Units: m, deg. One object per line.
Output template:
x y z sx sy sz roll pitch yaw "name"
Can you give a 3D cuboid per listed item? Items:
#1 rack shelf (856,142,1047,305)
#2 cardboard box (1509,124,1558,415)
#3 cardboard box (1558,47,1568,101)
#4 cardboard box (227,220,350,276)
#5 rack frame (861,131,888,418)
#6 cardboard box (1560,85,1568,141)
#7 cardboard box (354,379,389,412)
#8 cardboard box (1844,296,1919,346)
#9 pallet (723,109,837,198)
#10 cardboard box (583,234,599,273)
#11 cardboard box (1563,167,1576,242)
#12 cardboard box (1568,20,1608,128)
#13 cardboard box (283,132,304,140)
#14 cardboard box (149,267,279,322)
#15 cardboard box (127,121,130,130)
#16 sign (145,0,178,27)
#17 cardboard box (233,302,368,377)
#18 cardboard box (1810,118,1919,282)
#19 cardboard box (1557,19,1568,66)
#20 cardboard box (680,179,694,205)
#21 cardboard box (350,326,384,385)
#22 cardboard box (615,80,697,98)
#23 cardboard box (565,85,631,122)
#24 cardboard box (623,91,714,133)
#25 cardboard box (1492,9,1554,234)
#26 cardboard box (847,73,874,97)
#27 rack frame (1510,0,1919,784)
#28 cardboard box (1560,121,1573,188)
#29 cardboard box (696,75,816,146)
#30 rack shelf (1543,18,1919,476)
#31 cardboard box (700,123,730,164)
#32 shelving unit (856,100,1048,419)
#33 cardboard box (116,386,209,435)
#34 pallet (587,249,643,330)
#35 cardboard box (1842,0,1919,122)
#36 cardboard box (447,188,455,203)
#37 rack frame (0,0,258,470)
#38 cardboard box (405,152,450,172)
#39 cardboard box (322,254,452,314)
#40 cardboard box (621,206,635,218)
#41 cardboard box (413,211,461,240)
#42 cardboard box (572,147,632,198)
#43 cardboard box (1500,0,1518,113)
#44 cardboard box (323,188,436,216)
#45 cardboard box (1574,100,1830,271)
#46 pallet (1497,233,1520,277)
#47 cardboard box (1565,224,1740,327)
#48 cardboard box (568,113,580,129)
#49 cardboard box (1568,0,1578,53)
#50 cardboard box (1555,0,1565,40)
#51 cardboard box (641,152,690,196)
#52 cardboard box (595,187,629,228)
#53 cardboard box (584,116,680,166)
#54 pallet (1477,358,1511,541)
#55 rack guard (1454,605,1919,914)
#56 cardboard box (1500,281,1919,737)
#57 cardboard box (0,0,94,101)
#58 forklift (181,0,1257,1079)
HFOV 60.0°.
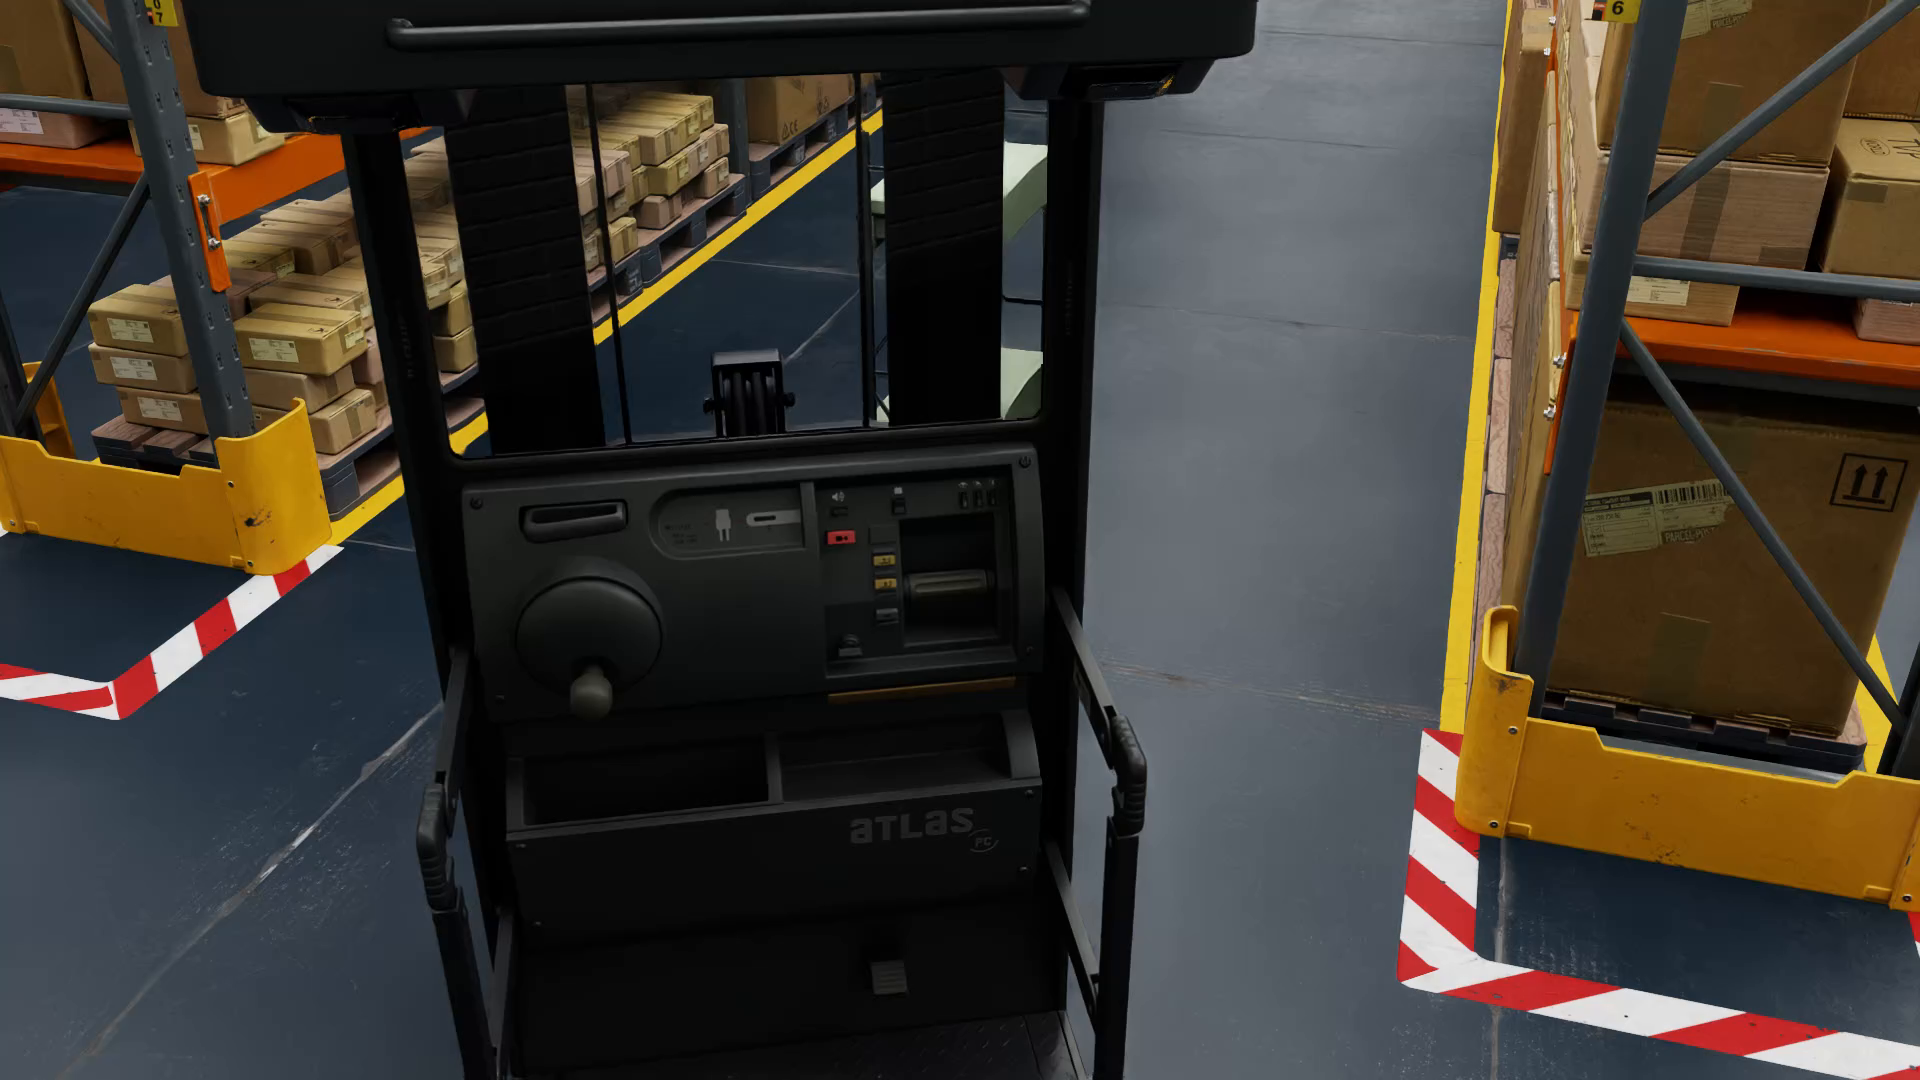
0.002 -1.000 5.201 0.431 0.370 0.720 8 30 15 "rack shelf"
2.556 -0.957 6.138 0.875 0.875 0.875 8 30 15 "cardboard box"
2.306 -1.613 5.822 0.380 0.149 0.250 9 30 15 "cardboard box"
-2.663 -1.149 6.619 0.380 0.149 0.250 7 30 13 "cardboard box"
-0.105 -0.488 5.085 0.400 1.500 0.023 8 30 15 "rack frame"
2.155 -1.369 5.384 0.380 0.149 0.250 9 30 16 "cardboard box"
-2.337 -0.580 6.207 0.380 0.149 0.250 8 30 15 "cardboard box"
2.336 -0.564 3.937 0.380 0.149 0.250 9 30 15 "cardboard box"
-1.394 -2.313 9.691 1.003 0.211 1.213 8 30 15 "pallet"
-1.855 -1.284 7.473 0.380 0.149 0.250 9 30 16 "cardboard box"
1.856 -0.897 4.535 0.380 0.149 0.250 9 30 15 "cardboard box"
2.103 -1.356 4.950 0.500 0.250 0.500 7 30 13 "cardboard box"
-2.352 -1.429 5.492 0.380 0.149 0.250 10 30 17 "cardboard box"
-2.754 -0.899 6.170 0.380 0.149 0.250 9 30 16 "cardboard box"
-2.861 -1.503 5.625 0.380 0.149 0.250 8 30 15 "cardboard box"
-2.277 -1.612 4.672 0.100 0.325 0.005 8 30 15 "sign"
-2.317 -0.704 5.818 0.380 0.149 0.250 7 30 13 "cardboard box"
2.315 -0.805 3.960 0.500 0.250 0.500 8 30 14 "cardboard box"
2.456 -1.848 6.245 0.380 0.149 0.250 8 30 13 "cardboard box"
-1.567 -1.768 8.343 0.380 0.149 0.250 9 30 16 "cardboard box"
-2.262 -0.705 6.126 0.380 0.149 0.250 8 30 15 "cardboard box"
-1.645 -2.641 9.551 0.500 0.500 0.500 8 30 14 "cardboard box"
-1.921 -2.237 8.574 0.380 0.149 0.250 10 31 17 "cardboard box"
-1.477 -2.165 8.445 0.380 0.149 0.250 9 30 16 "cardboard box"
3.259 -1.970 7.960 1.225 0.875 0.875 9 30 15 "cardboard box"
-0.857 -3.058 10.301 0.500 0.500 0.500 9 30 16 "cardboard box"
1.916 -0.556 3.664 1.000 3.000 0.127 8 30 15 "rack frame"
2.004 -1.134 4.961 0.380 0.149 0.250 8 30 14 "cardboard box"
-1.151 -2.567 9.418 0.500 0.500 0.500 10 31 17 "cardboard box"
2.503 -1.171 5.510 1.077 0.370 4.000 8 30 15 "rack shelf"
-1.410 -2.046 8.537 0.380 0.149 0.250 9 30 16 "cardboard box"
0.002 -0.659 5.391 0.431 1.500 0.755 8 30 15 "shelving unit"
-2.840 -0.523 6.105 0.380 0.149 0.250 9 30 16 "cardboard box"
-2.141 -1.065 7.448 1.003 0.211 1.213 8 30 15 "pallet"
2.462 -1.365 4.196 0.500 0.500 0.500 8 30 14 "cardboard box"
-1.967 -1.449 7.157 0.380 0.149 0.250 9 30 15 "cardboard box"
-2.796 -1.311 5.021 1.000 3.000 0.127 8 30 15 "rack frame"
-2.294 -1.623 7.471 0.380 0.149 0.250 7 30 13 "cardboard box"
-2.155 -0.948 6.257 0.380 0.149 0.250 8 30 15 "cardboard box"
-1.776 -1.531 7.917 0.380 0.149 0.250 8 30 14 "cardboard box"
-2.071 -1.202 6.714 0.380 0.149 0.250 10 31 17 "cardboard box"
-1.722 -1.675 7.565 0.380 0.149 0.250 7 30 12 "cardboard box"
3.773 -2.798 9.448 1.225 0.875 0.875 9 30 15 "cardboard box"
-2.454 -1.389 7.049 0.380 0.149 0.250 7 30 13 "cardboard box"
1.805 -0.884 4.101 0.500 0.250 0.500 8 30 14 "cardboard box"
3.245 -1.566 8.348 1.003 0.211 1.213 8 30 15 "pallet"
1.706 -0.659 4.107 0.380 0.149 0.250 9 30 16 "cardboard box"
-2.085 -1.993 8.136 0.380 0.149 0.250 8 30 14 "cardboard box"
2.405 -1.827 5.796 0.500 0.250 0.500 9 30 16 "cardboard box"
2.608 -2.093 6.686 0.380 0.149 0.250 7 30 13 "cardboard box"
-1.539 -1.791 8.079 0.380 0.149 0.250 7 30 13 "cardboard box"
-1.763 -1.567 7.677 0.380 0.149 0.250 9 30 16 "cardboard box"
-1.580 -1.924 8.012 0.380 0.149 0.250 8 30 14 "cardboard box"
2.436 -0.286 6.046 1.003 0.211 1.213 8 30 15 "pallet"
1.909 0.547 4.252 1.175 0.500 0.348 8 30 15 "rack guard"
2.028 -0.120 4.634 0.875 0.875 0.875 8 30 15 "cardboard box"
-2.910 -1.730 5.366 0.500 0.500 0.500 9 30 16 "cardboard box"
-0.286 0.112 2.534 1.130 2.935 3.031 -5 29 -8 "forklift"
